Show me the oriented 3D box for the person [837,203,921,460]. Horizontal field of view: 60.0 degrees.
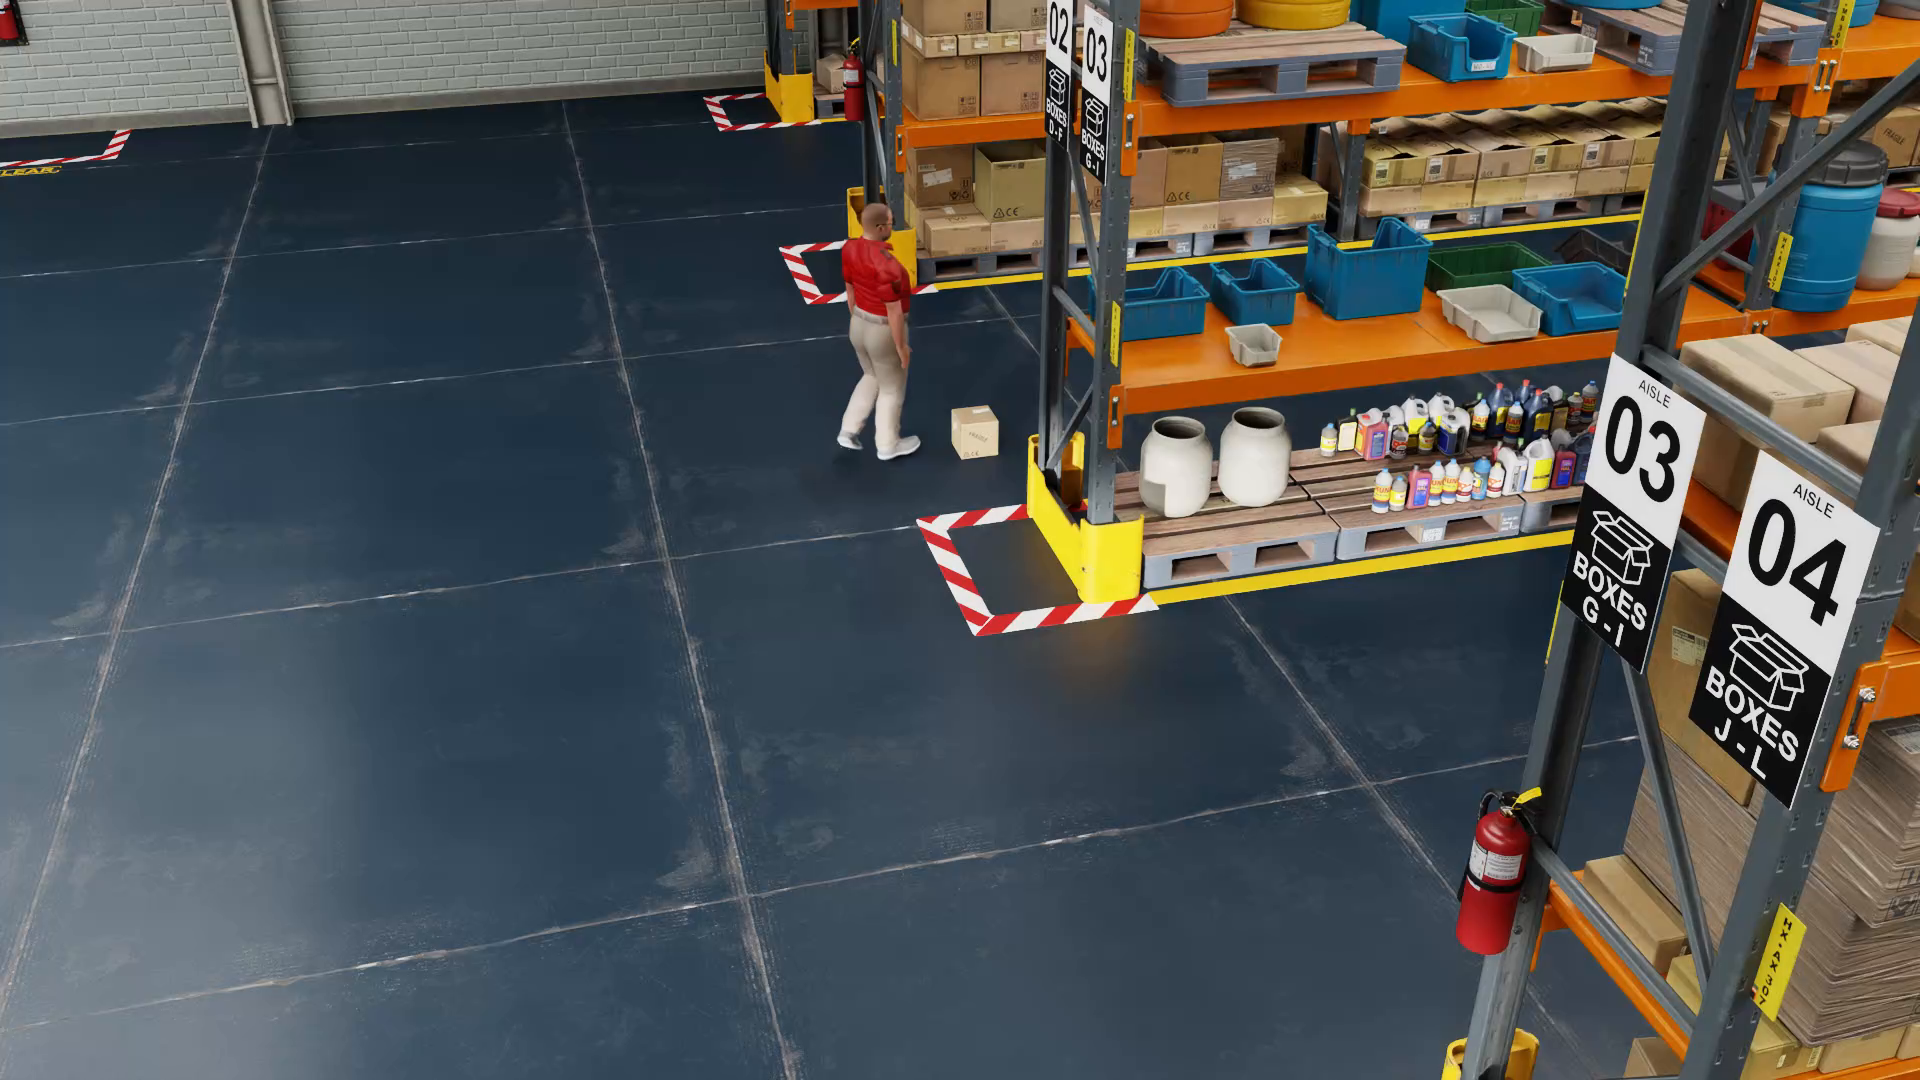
[{"bbox_3d":[-0.500,-1.294,10.486,0.543,1.738,0.554,-23,37,-34],"label":"person"}]
